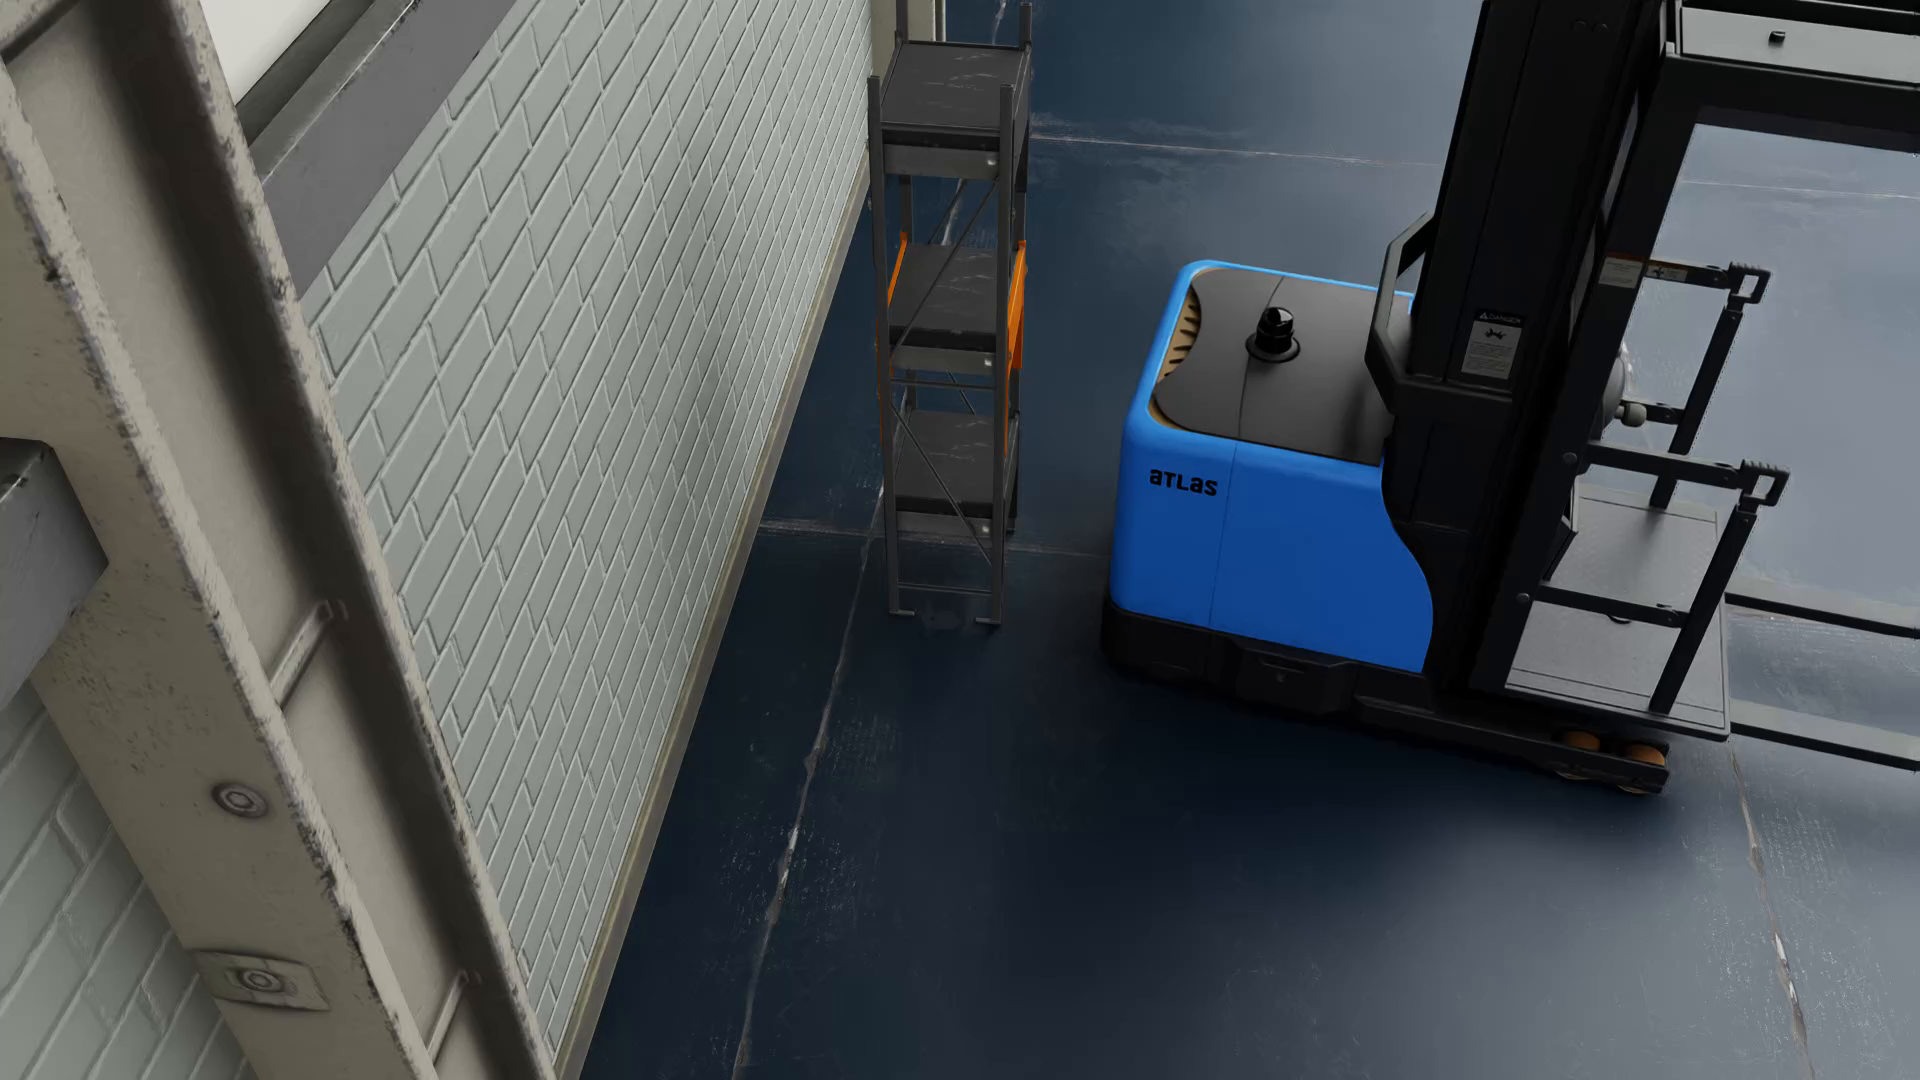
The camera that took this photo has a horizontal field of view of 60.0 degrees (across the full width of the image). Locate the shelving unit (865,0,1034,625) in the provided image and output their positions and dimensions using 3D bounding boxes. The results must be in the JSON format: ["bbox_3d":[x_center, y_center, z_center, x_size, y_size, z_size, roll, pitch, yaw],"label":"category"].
[{"bbox_3d":[-0.022,-0.650,5.409,0.431,2.100,0.503,5,44,6],"label":"shelving unit"}]

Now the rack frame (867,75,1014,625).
[{"bbox_3d":[-0.054,-0.483,5.233,0.400,2.100,0.015,5,44,6],"label":"rack frame"}]

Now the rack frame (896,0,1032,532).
[{"bbox_3d":[0.010,-0.816,5.585,0.400,2.100,0.015,5,44,6],"label":"rack frame"}]

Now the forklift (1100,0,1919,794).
[{"bbox_3d":[2.063,-0.655,4.810,3.031,2.935,1.130,12,45,12],"label":"forklift"}]

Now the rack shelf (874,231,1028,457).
[{"bbox_3d":[-0.022,-0.640,5.418,0.431,0.518,0.480,5,44,6],"label":"rack shelf"}]

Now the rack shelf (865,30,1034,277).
[{"bbox_3d":[-0.022,-1.148,4.937,0.431,0.518,0.480,5,44,6],"label":"rack shelf"}]

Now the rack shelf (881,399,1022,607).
[{"bbox_3d":[-0.022,-0.131,5.900,0.431,0.518,0.480,5,44,6],"label":"rack shelf"}]

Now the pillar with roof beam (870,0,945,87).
[{"bbox_3d":[4.016,-4.966,4.950,9.100,9.000,0.400,5,44,6],"label":"pillar with roof beam"}]
